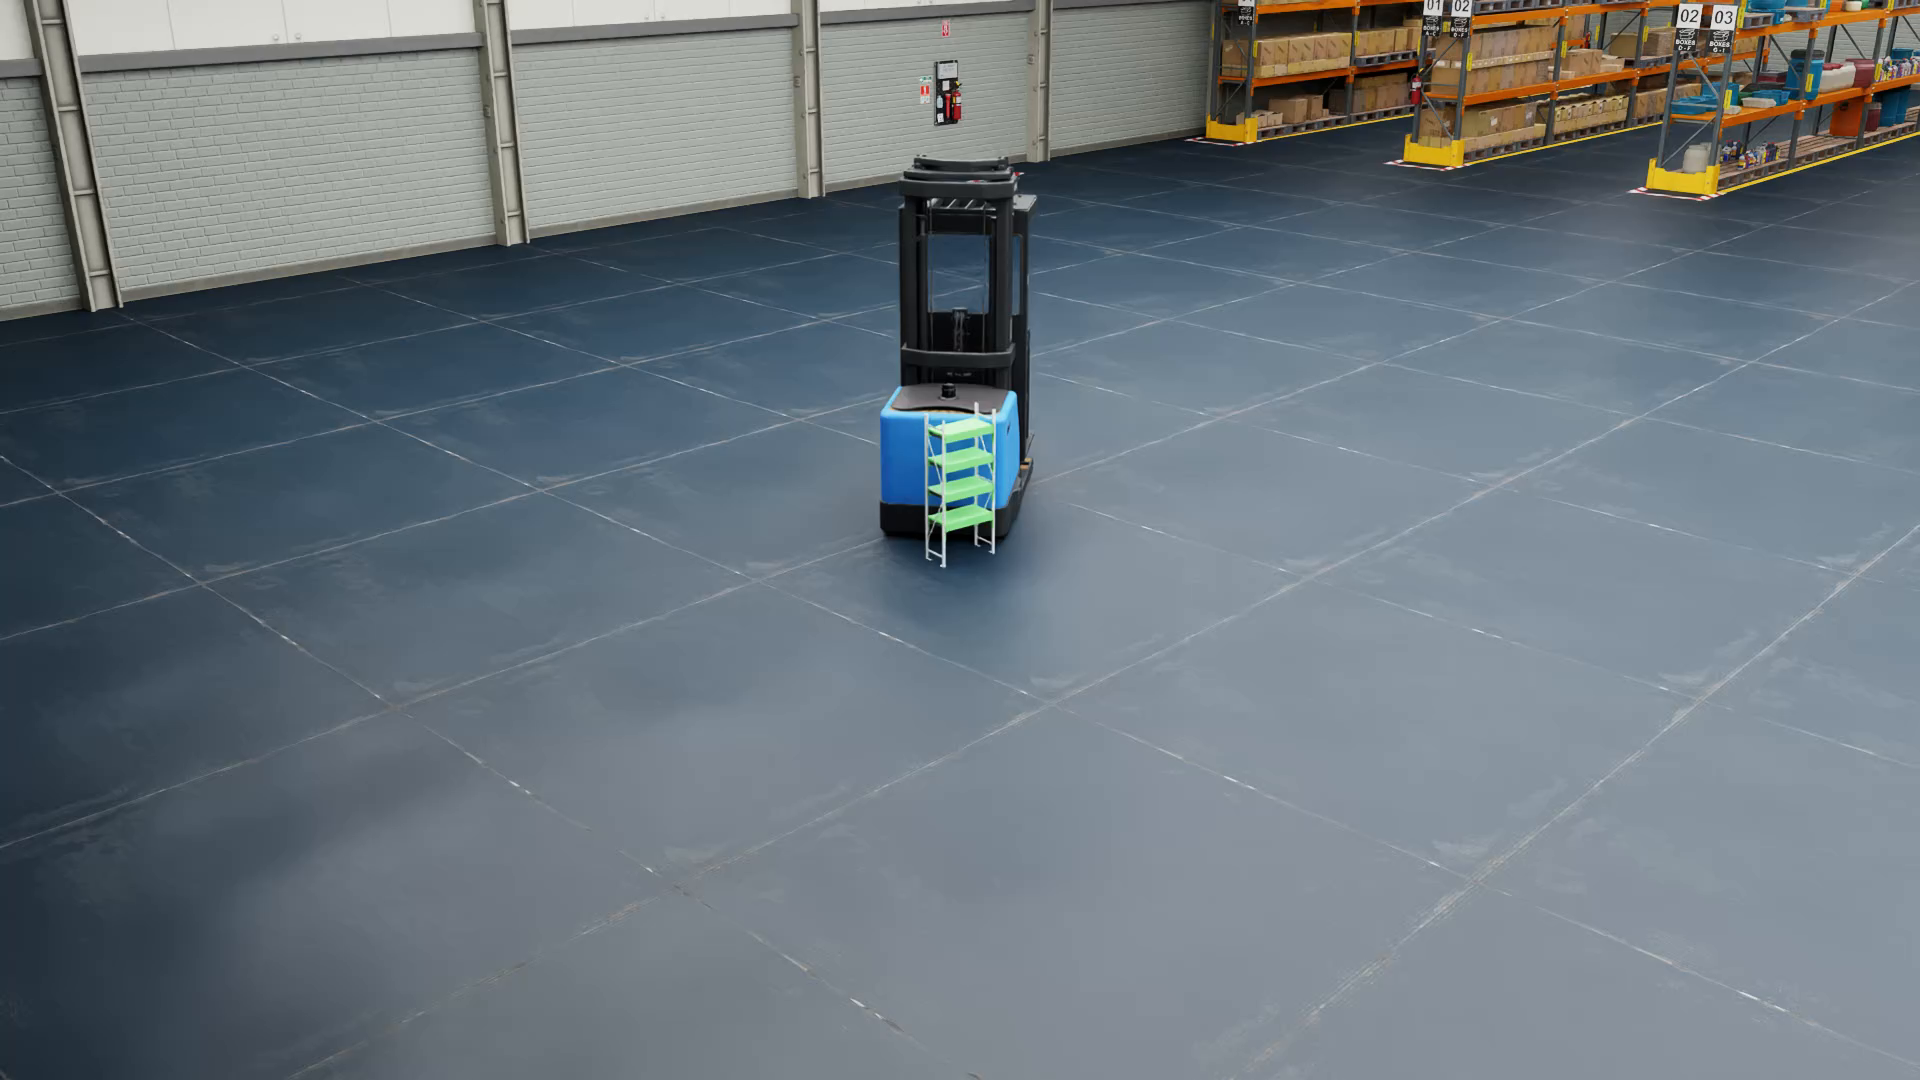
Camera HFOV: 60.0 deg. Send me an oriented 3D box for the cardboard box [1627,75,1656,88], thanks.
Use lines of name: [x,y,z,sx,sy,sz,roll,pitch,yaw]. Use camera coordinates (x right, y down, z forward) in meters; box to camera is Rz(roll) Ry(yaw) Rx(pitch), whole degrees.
cardboard box: [16.242,-10.942,39.687,0.500,0.250,0.500,19,28,40]

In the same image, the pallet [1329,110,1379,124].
pallet: [9.210,-10.084,39.516,1.003,0.211,1.213,19,28,41]

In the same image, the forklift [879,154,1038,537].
forklift: [0.070,-1.885,14.394,1.130,2.935,3.031,3,21,8]

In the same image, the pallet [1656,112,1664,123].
pallet: [16.410,-10.167,39.733,1.003,0.211,1.213,19,28,41]

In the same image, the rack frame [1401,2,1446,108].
rack frame: [11.459,-12.213,41.169,1.000,3.000,0.127,19,28,41]

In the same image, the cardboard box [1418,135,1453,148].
cardboard box: [9.592,-8.042,33.565,0.500,0.250,0.500,19,28,41]

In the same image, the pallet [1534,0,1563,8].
pallet: [11.644,-11.079,34.161,1.003,0.211,1.213,19,28,41]

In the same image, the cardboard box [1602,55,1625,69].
cardboard box: [14.726,-10.850,37.747,0.500,0.311,0.500,-18,27,-39]

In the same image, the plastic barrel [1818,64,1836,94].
plastic barrel: [17.103,-9.149,33.006,0.433,0.535,0.433,0,21,0]

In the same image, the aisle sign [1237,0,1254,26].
aisle sign: [6.043,-11.277,35.109,0.394,0.787,0.004,19,28,41]

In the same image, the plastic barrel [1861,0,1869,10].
plastic barrel: [18.421,-10.985,34.009,0.294,0.245,0.294,0,21,0]

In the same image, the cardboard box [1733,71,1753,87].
cardboard box: [20.389,-11.868,43.142,0.500,0.500,0.500,19,28,41]

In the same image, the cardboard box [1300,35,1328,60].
cardboard box: [7.857,-11.019,37.198,0.500,0.500,0.500,18,28,39]

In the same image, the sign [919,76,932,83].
sign: [-0.640,-8.532,30.803,0.001,0.109,0.331,19,28,41]

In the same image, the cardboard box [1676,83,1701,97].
cardboard box: [17.662,-10.843,40.474,0.500,0.500,0.500,19,28,40]

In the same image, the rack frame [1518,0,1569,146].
rack frame: [12.220,-9.946,35.271,1.000,3.000,0.127,19,28,41]

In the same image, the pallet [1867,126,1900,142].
pallet: [19.928,-8.957,36.585,1.003,0.211,1.213,19,28,41]

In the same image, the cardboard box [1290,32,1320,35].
cardboard box: [7.827,-11.274,37.861,0.500,0.500,0.500,19,28,40]

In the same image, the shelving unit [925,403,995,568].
shelving unit: [0.001,-0.428,13.015,0.503,1.200,0.258,-15,26,-34]

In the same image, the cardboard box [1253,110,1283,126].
cardboard box: [6.823,-9.409,37.008,0.500,0.311,0.500,-17,27,-38]

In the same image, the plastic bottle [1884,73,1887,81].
plastic bottle: [19.607,-9.847,35.291,0.097,0.201,0.097,0,21,0]

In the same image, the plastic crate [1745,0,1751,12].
plastic crate: [14.091,-9.636,30.304,0.392,0.384,0.575,19,28,41]

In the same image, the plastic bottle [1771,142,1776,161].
plastic bottle: [15.524,-7.437,31.821,0.144,0.351,0.185,18,28,39]

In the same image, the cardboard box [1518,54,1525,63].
cardboard box: [11.297,-9.846,33.967,0.250,0.149,0.380,-19,28,-41]

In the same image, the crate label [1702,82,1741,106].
crate label: [14.066,-8.235,30.769,0.502,0.435,0.616,19,28,41]

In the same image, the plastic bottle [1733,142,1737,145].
plastic bottle: [15.024,-7.577,32.291,0.135,0.276,0.152,-19,28,-40]

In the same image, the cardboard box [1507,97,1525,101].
cardboard box: [11.672,-9.168,35.448,0.500,0.500,0.500,19,28,41]

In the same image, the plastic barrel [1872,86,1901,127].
plastic barrel: [20.462,-9.661,36.868,0.600,0.901,0.708,19,28,41]

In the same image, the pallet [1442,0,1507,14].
pallet: [9.942,-10.452,32.529,1.003,0.211,1.213,19,28,41]

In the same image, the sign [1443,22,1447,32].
sign: [11.854,-12.583,40.629,0.100,0.325,0.005,19,28,41]

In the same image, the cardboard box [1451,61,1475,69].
cardboard box: [9.858,-9.314,32.584,0.380,0.149,0.250,19,28,40]

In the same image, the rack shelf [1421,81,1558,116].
rack shelf: [10.825,-9.096,34.062,1.077,0.370,4.000,19,28,41]

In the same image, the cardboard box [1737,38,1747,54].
cardboard box: [19.411,-12.504,41.785,0.500,0.500,0.500,19,28,40]

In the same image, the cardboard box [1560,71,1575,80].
cardboard box: [12.985,-10.006,35.775,0.380,0.149,0.250,19,28,41]

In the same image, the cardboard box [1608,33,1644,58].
cardboard box: [15.369,-11.407,38.347,0.700,0.500,0.500,9,23,23]

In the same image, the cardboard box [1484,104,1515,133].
cardboard box: [11.012,-8.648,34.094,0.500,0.500,0.500,19,28,41]

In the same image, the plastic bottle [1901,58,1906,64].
plastic bottle: [20.708,-10.409,36.544,0.144,0.351,0.185,19,28,41]

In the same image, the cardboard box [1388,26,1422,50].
cardboard box: [10.768,-12.192,40.360,0.700,0.500,0.500,16,26,36]

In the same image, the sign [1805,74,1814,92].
sign: [16.153,-8.694,31.628,0.100,0.325,0.005,19,28,41]

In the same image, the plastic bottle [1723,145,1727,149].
plastic bottle: [14.699,-7.438,31.935,0.097,0.271,0.097,0,21,0]

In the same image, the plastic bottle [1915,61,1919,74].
plastic bottle: [21.049,-10.428,36.697,0.152,0.276,0.135,19,28,41]

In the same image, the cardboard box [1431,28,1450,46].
cardboard box: [11.981,-12.469,41.252,0.500,0.500,0.500,-19,28,-40]

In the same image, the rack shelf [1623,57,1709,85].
rack shelf: [16.406,-11.153,39.413,1.077,0.370,4.000,19,28,41]

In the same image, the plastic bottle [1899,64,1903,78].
plastic bottle: [20.313,-10.137,35.929,0.061,0.283,0.133,19,28,41]

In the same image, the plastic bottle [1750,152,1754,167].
plastic bottle: [14.773,-7.111,31.084,0.097,0.271,0.097,0,21,0]

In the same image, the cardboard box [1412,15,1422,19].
cardboard box: [11.589,-12.940,41.432,0.500,0.250,0.500,-19,28,-41]

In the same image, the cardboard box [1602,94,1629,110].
cardboard box: [14.822,-9.952,37.753,0.500,0.311,0.500,-19,28,-41]

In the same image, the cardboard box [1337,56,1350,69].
cardboard box: [8.555,-10.927,38.003,0.500,0.250,0.500,19,28,41]

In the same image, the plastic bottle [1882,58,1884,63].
plastic bottle: [20.693,-10.686,37.357,0.061,0.283,0.133,19,28,41]

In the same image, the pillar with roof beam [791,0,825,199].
pillar with roof beam: [0.460,-9.191,24.945,9.100,9.000,0.400,19,28,41]

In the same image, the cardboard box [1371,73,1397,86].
cardboard box: [10.196,-11.139,40.201,0.500,0.250,0.500,19,28,40]

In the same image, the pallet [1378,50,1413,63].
pallet: [10.107,-11.605,39.853,1.003,0.211,1.213,19,28,41]

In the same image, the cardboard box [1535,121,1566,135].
cardboard box: [12.679,-8.900,35.797,0.500,0.250,0.500,18,28,39]

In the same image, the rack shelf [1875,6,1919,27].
rack shelf: [19.952,-11.312,35.647,1.077,0.370,4.000,19,28,41]

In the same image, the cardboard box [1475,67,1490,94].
cardboard box: [10.128,-9.218,33.236,0.500,0.500,0.700,-19,28,-41]
